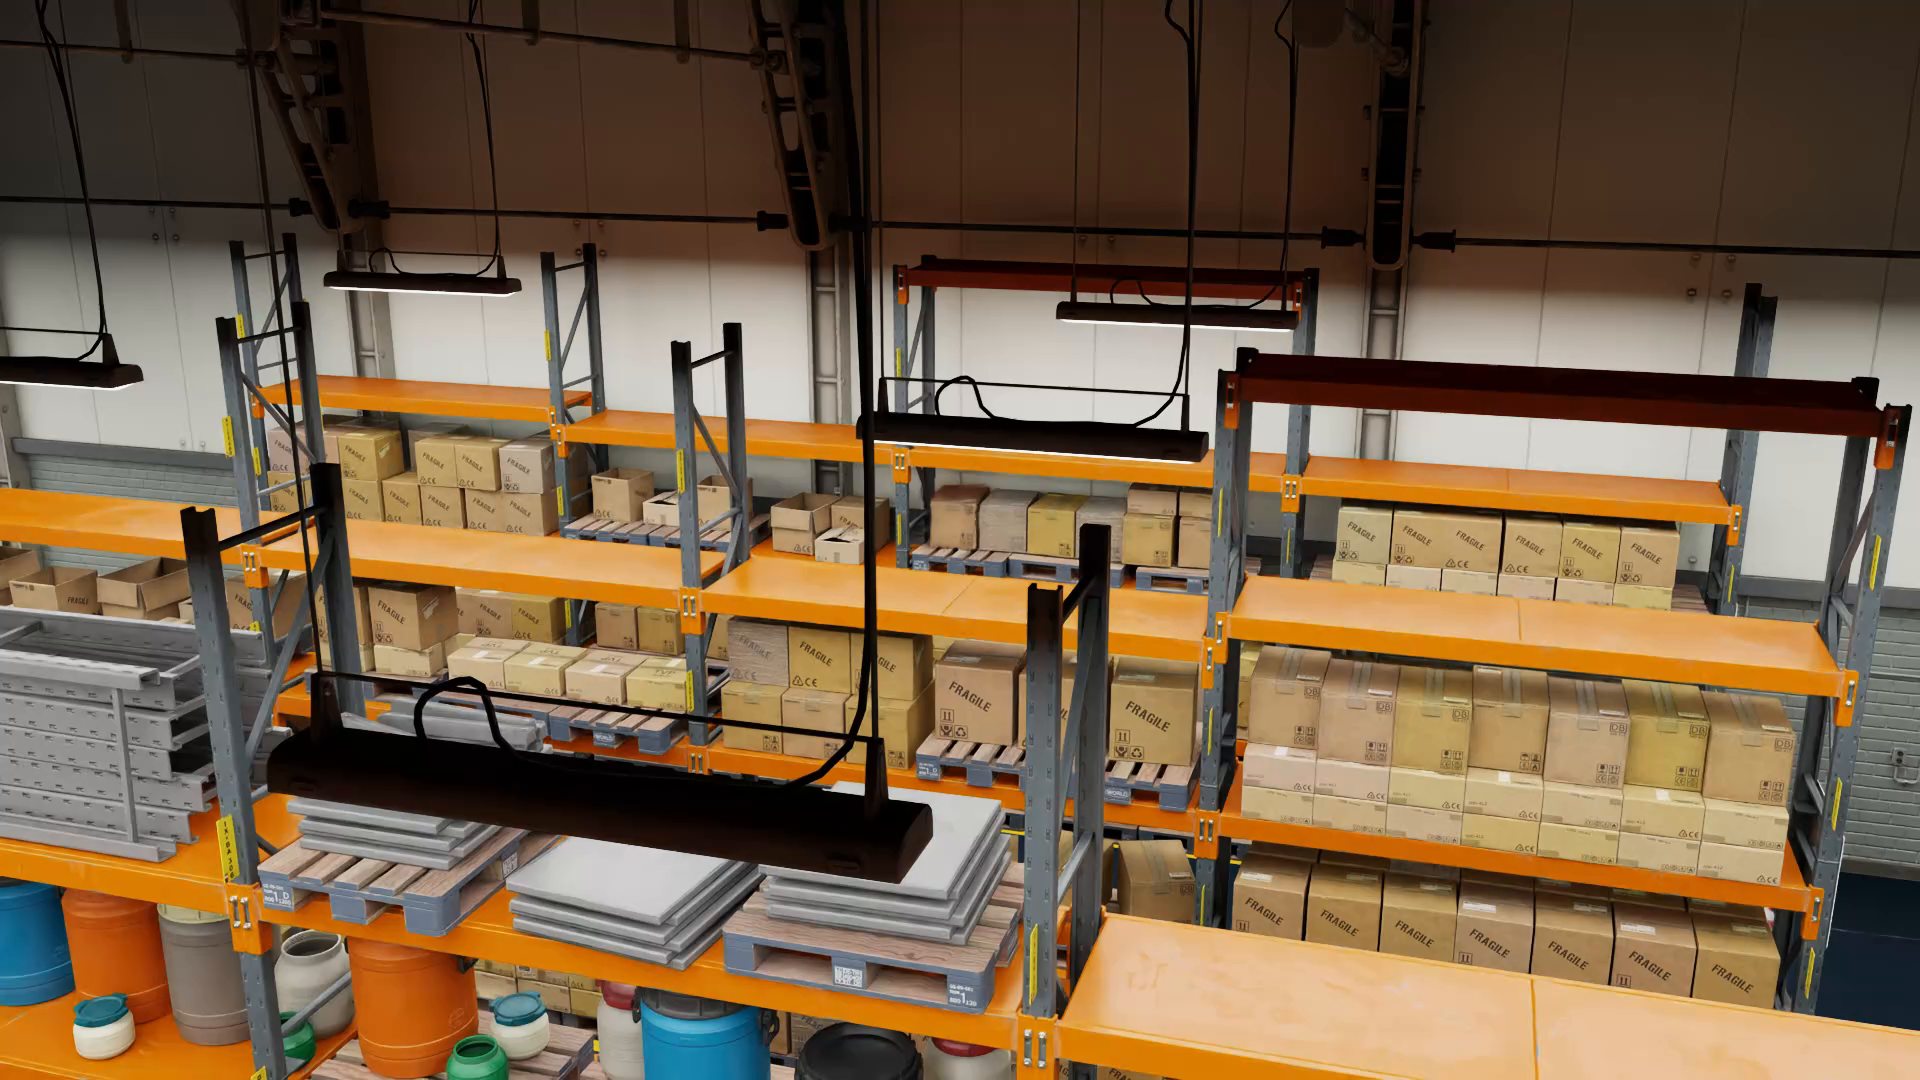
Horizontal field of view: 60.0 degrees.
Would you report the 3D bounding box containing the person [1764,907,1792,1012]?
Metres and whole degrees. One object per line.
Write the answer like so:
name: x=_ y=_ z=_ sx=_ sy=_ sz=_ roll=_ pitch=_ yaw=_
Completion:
person: x=6.660 y=3.272 z=14.252 sx=1.068 sy=1.718 sz=0.566 roll=4 pitch=17 yaw=14
